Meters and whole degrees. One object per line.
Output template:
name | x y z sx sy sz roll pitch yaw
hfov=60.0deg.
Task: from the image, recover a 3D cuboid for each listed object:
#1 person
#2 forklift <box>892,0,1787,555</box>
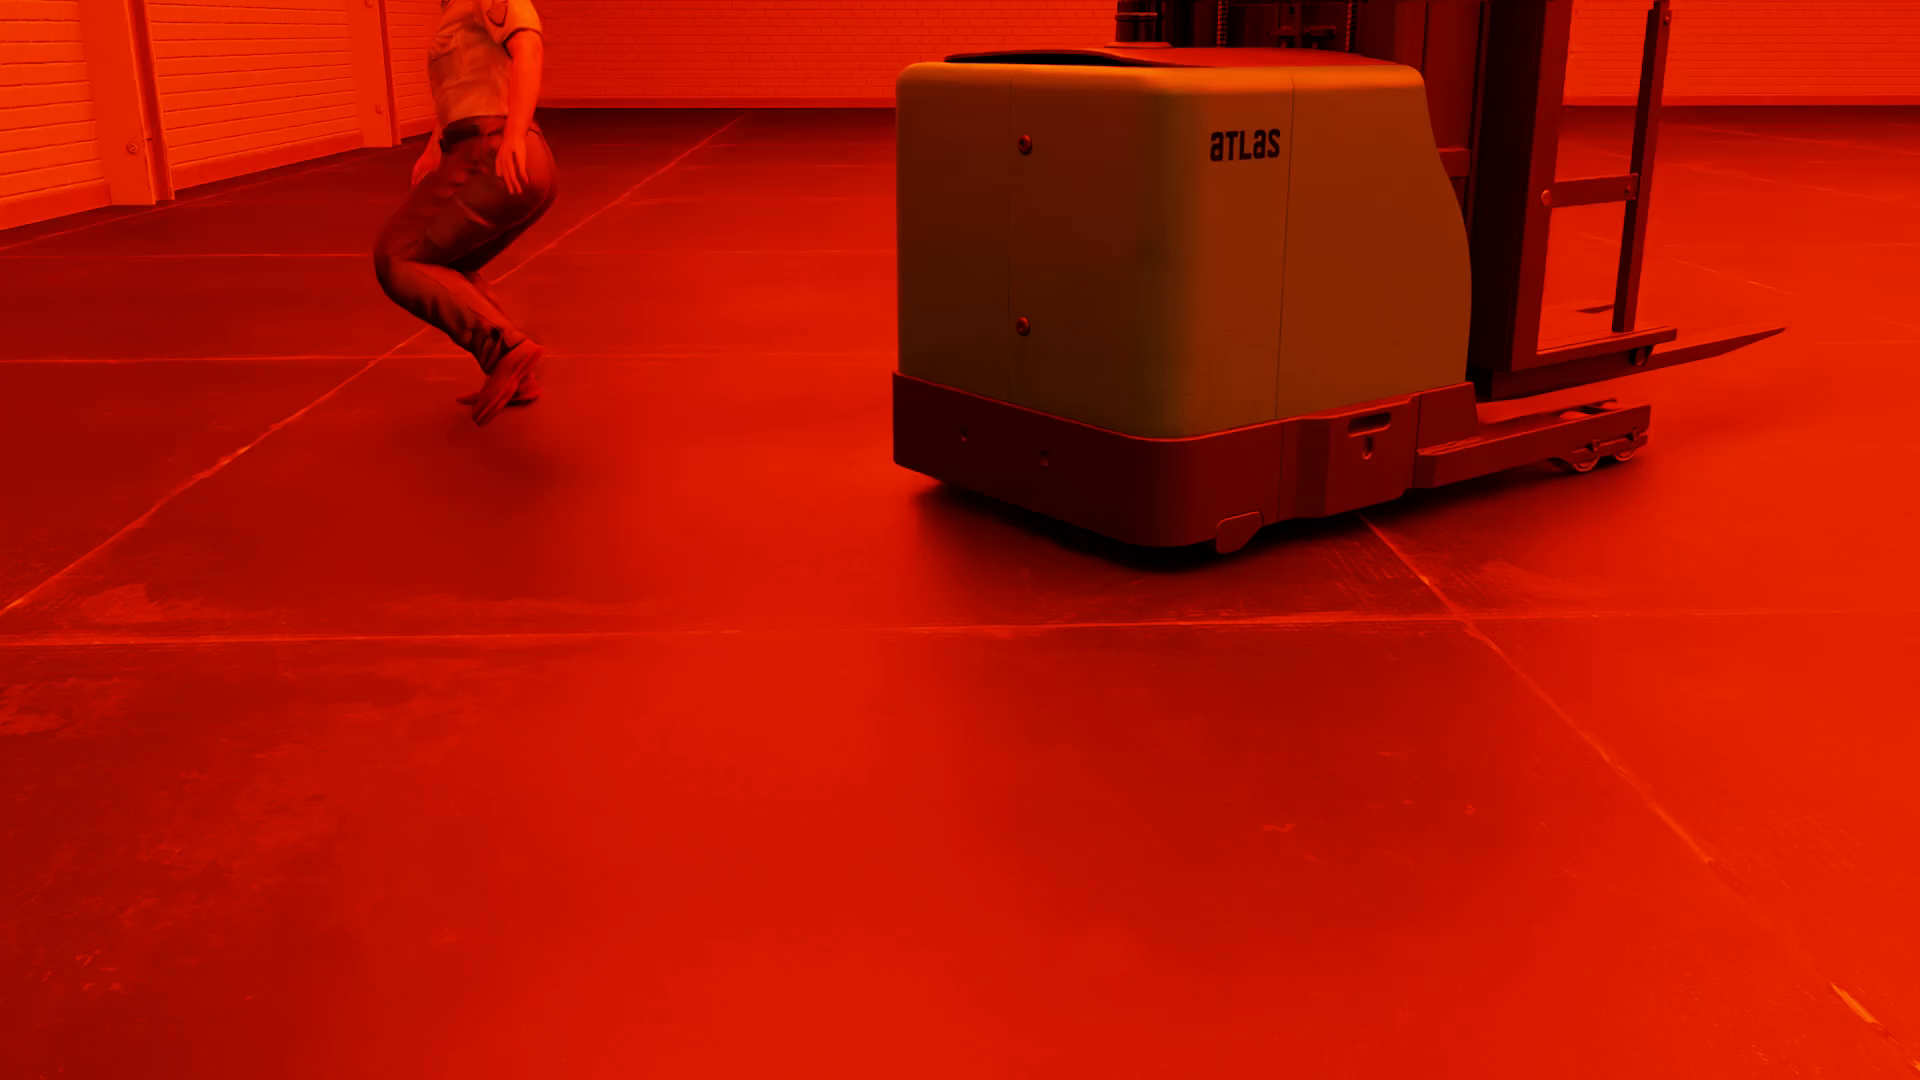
person | -1.456 -1.095 4.954 0.522 1.536 0.807 -2 17 -7
forklift | 1.303 -1.695 4.448 3.031 2.935 1.130 -13 21 -36
